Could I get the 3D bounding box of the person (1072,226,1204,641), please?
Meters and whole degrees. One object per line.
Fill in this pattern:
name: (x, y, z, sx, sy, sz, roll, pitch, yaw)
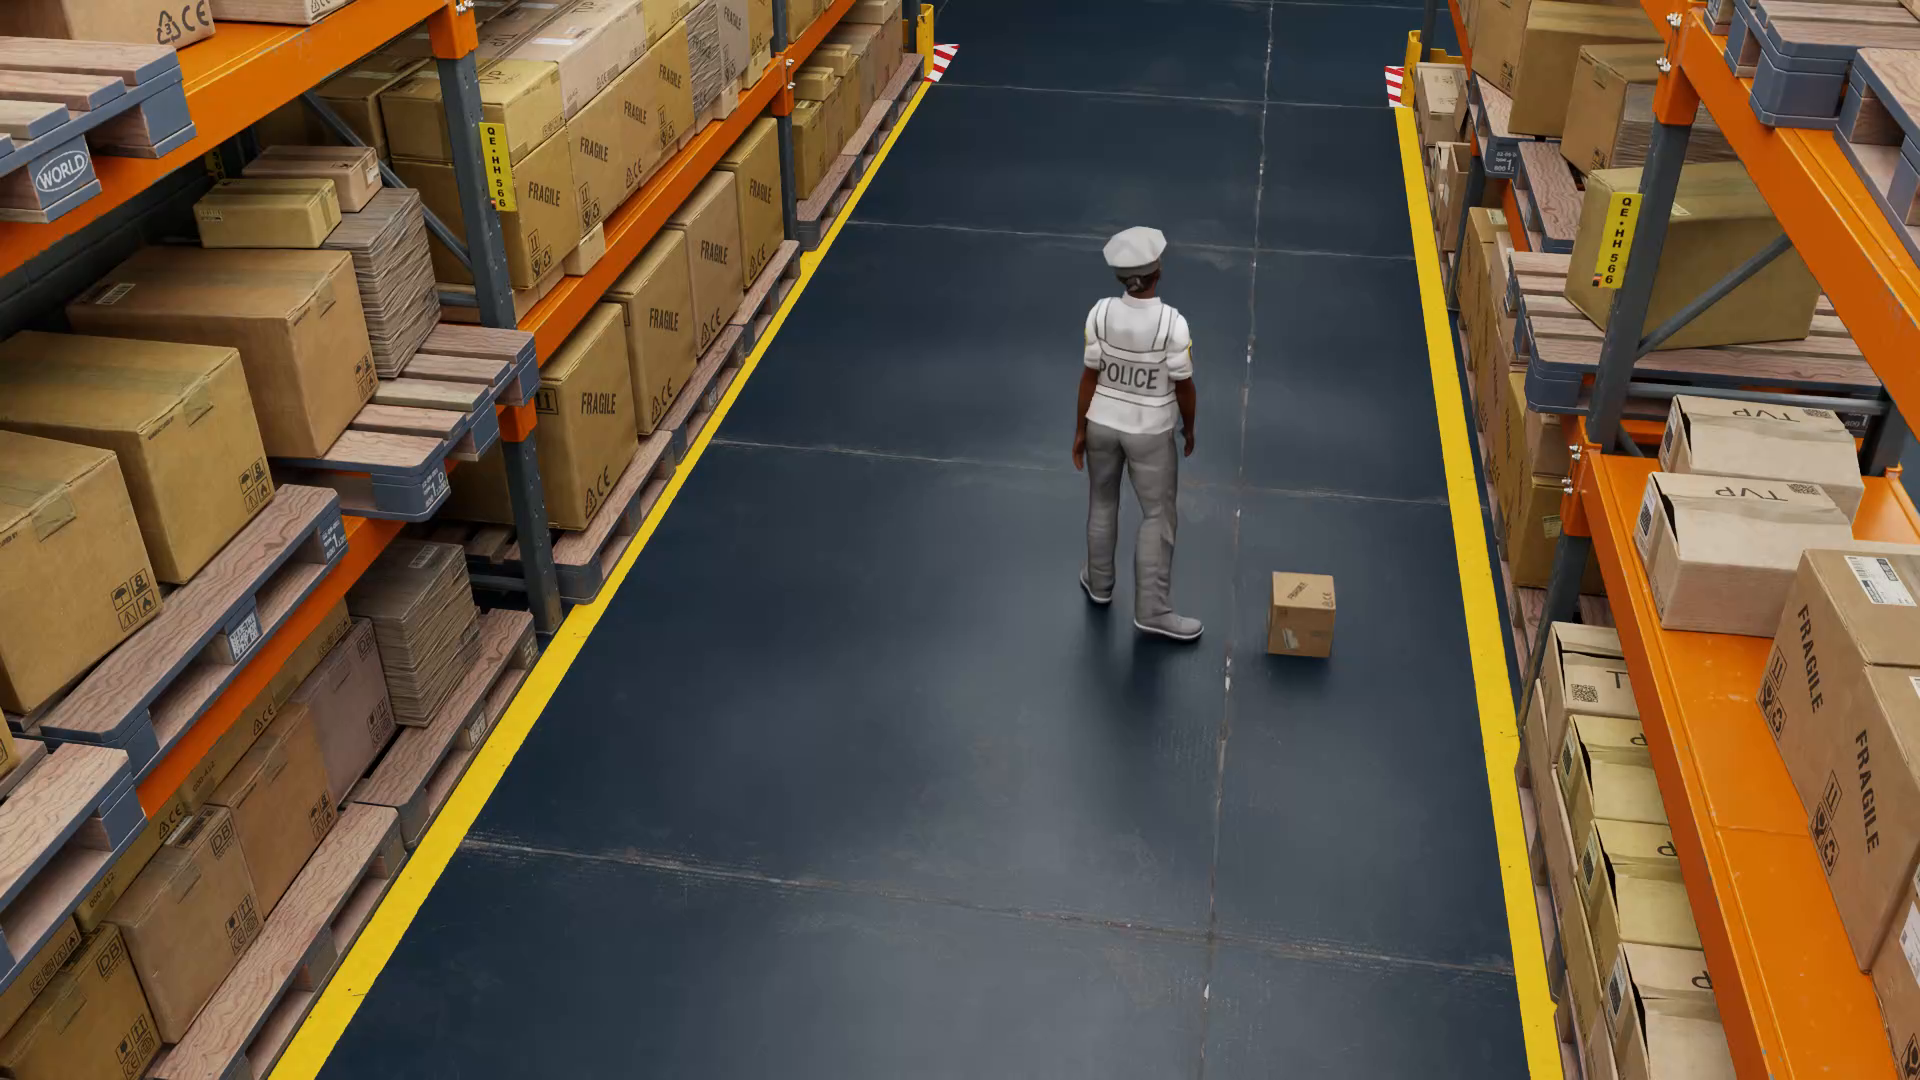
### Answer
person: (0.771, -0.407, 6.763, 0.653, 1.675, 0.469, 14, 35, 21)
